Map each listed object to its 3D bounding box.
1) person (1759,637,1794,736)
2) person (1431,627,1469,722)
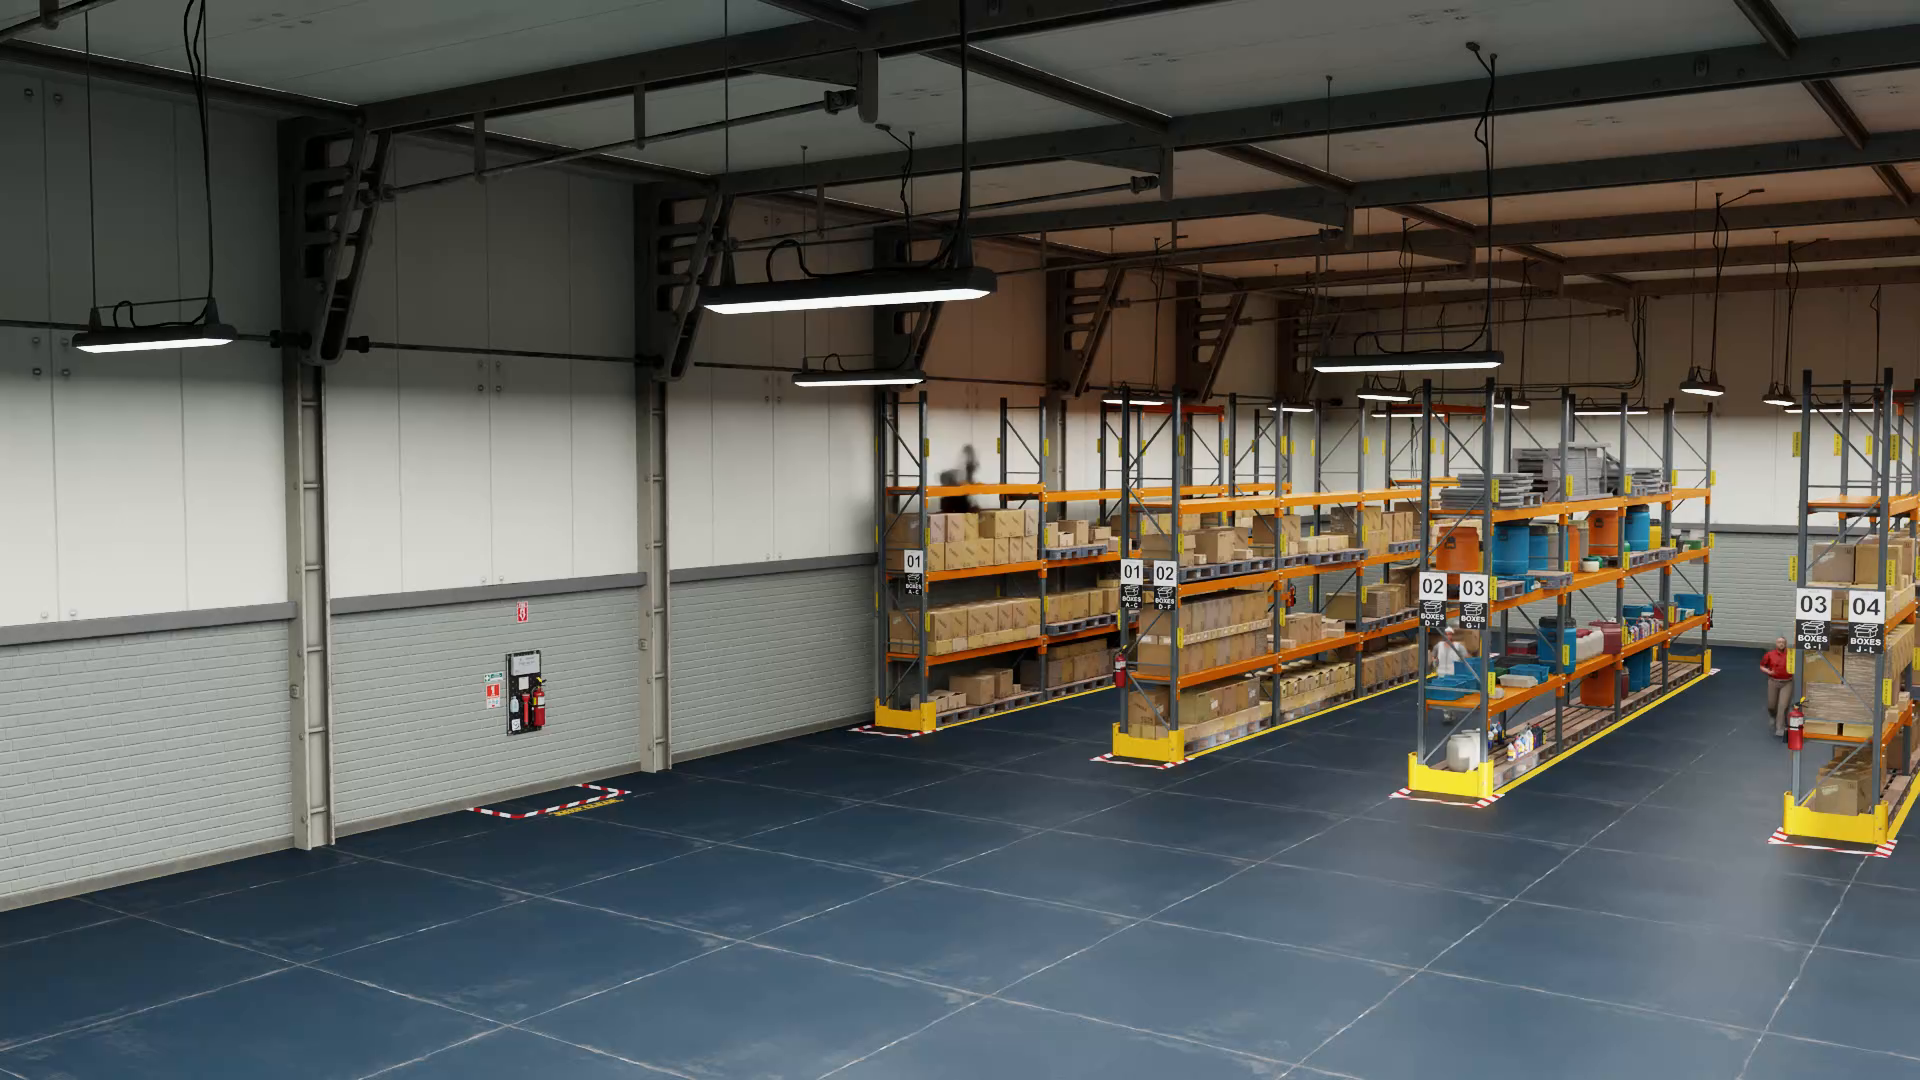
[{"bbox_3d":[14.338,2.535,29.067,0.670,1.698,0.796,2,4,26],"label":"person"},{"bbox_3d":[8.821,2.447,30.076,0.643,1.741,0.581,2,4,27],"label":"person"}]
